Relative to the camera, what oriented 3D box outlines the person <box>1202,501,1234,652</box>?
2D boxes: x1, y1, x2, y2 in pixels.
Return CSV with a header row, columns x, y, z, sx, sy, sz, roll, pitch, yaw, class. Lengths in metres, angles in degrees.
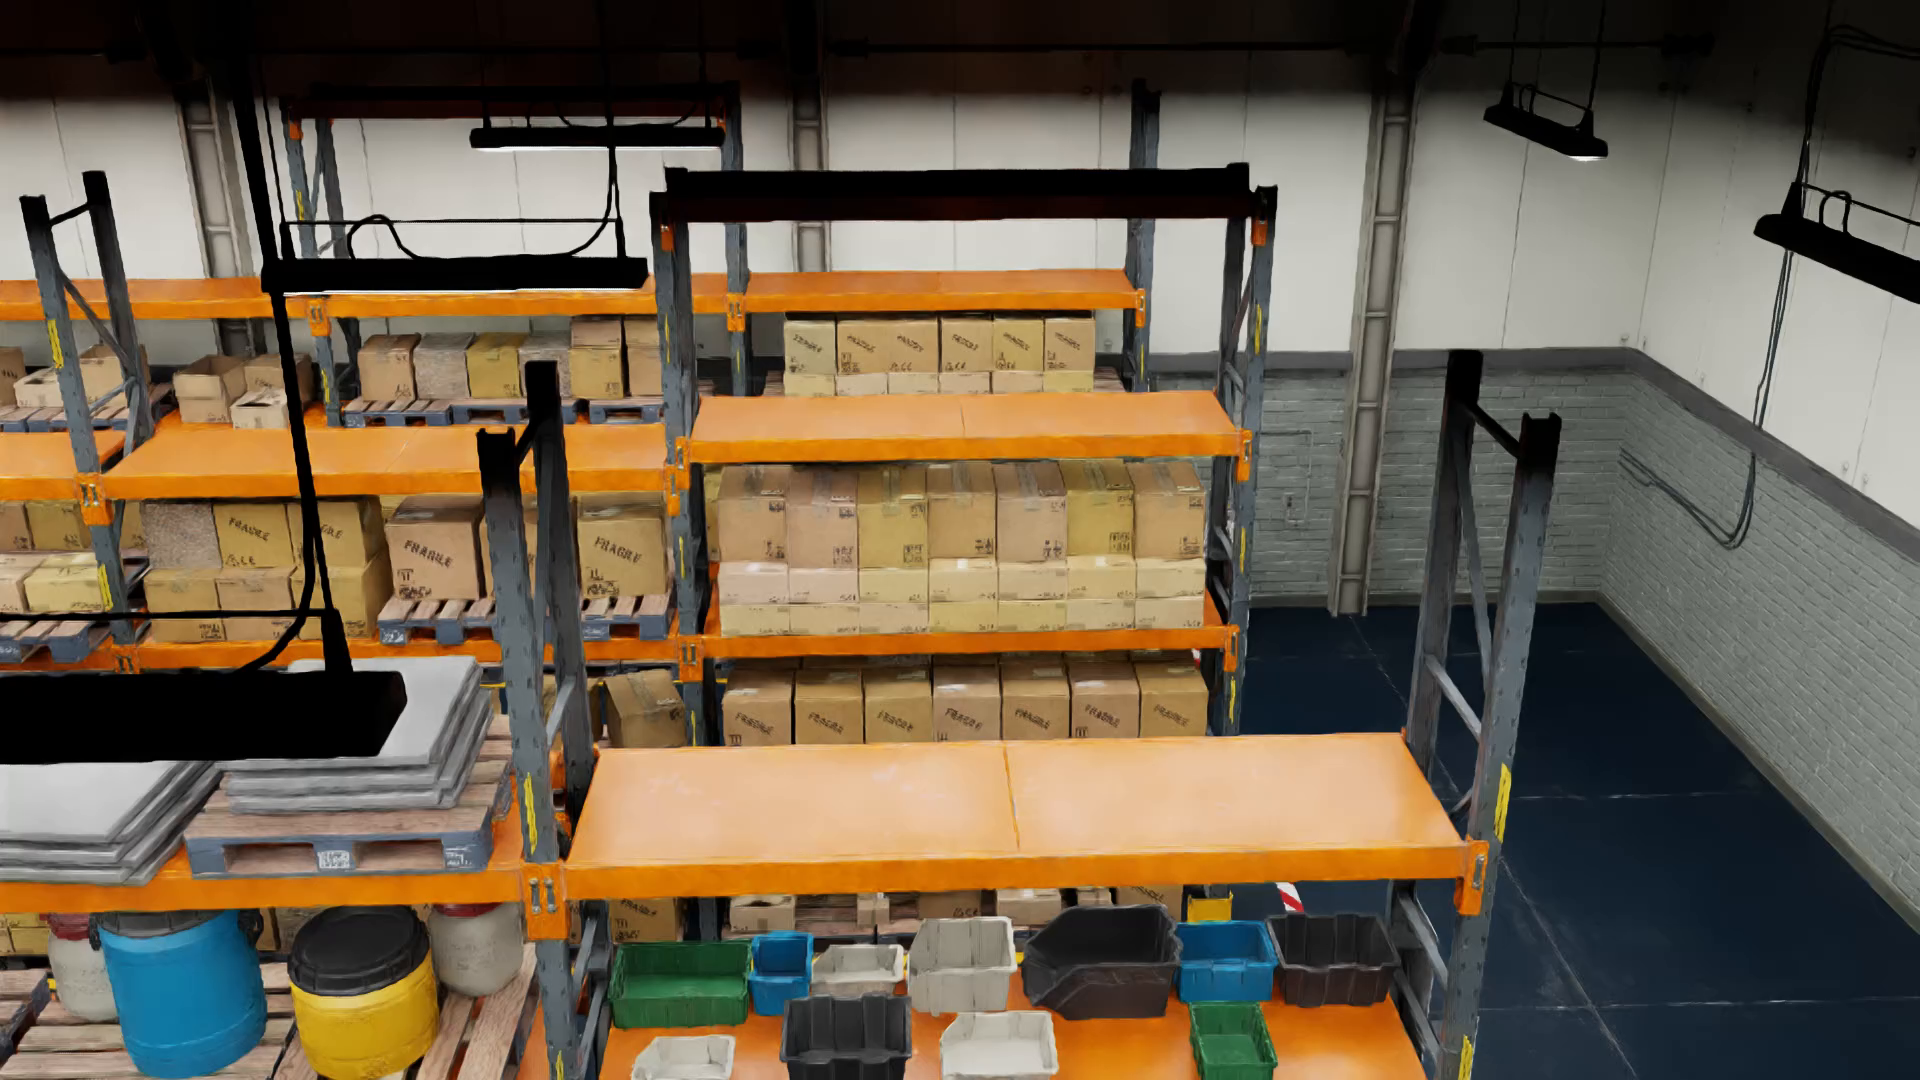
x,y,z,sx,sy,sz,roll,pitch,yaw,class
2.813,0.331,18.120,0.498,1.676,0.498,15,26,32,person
